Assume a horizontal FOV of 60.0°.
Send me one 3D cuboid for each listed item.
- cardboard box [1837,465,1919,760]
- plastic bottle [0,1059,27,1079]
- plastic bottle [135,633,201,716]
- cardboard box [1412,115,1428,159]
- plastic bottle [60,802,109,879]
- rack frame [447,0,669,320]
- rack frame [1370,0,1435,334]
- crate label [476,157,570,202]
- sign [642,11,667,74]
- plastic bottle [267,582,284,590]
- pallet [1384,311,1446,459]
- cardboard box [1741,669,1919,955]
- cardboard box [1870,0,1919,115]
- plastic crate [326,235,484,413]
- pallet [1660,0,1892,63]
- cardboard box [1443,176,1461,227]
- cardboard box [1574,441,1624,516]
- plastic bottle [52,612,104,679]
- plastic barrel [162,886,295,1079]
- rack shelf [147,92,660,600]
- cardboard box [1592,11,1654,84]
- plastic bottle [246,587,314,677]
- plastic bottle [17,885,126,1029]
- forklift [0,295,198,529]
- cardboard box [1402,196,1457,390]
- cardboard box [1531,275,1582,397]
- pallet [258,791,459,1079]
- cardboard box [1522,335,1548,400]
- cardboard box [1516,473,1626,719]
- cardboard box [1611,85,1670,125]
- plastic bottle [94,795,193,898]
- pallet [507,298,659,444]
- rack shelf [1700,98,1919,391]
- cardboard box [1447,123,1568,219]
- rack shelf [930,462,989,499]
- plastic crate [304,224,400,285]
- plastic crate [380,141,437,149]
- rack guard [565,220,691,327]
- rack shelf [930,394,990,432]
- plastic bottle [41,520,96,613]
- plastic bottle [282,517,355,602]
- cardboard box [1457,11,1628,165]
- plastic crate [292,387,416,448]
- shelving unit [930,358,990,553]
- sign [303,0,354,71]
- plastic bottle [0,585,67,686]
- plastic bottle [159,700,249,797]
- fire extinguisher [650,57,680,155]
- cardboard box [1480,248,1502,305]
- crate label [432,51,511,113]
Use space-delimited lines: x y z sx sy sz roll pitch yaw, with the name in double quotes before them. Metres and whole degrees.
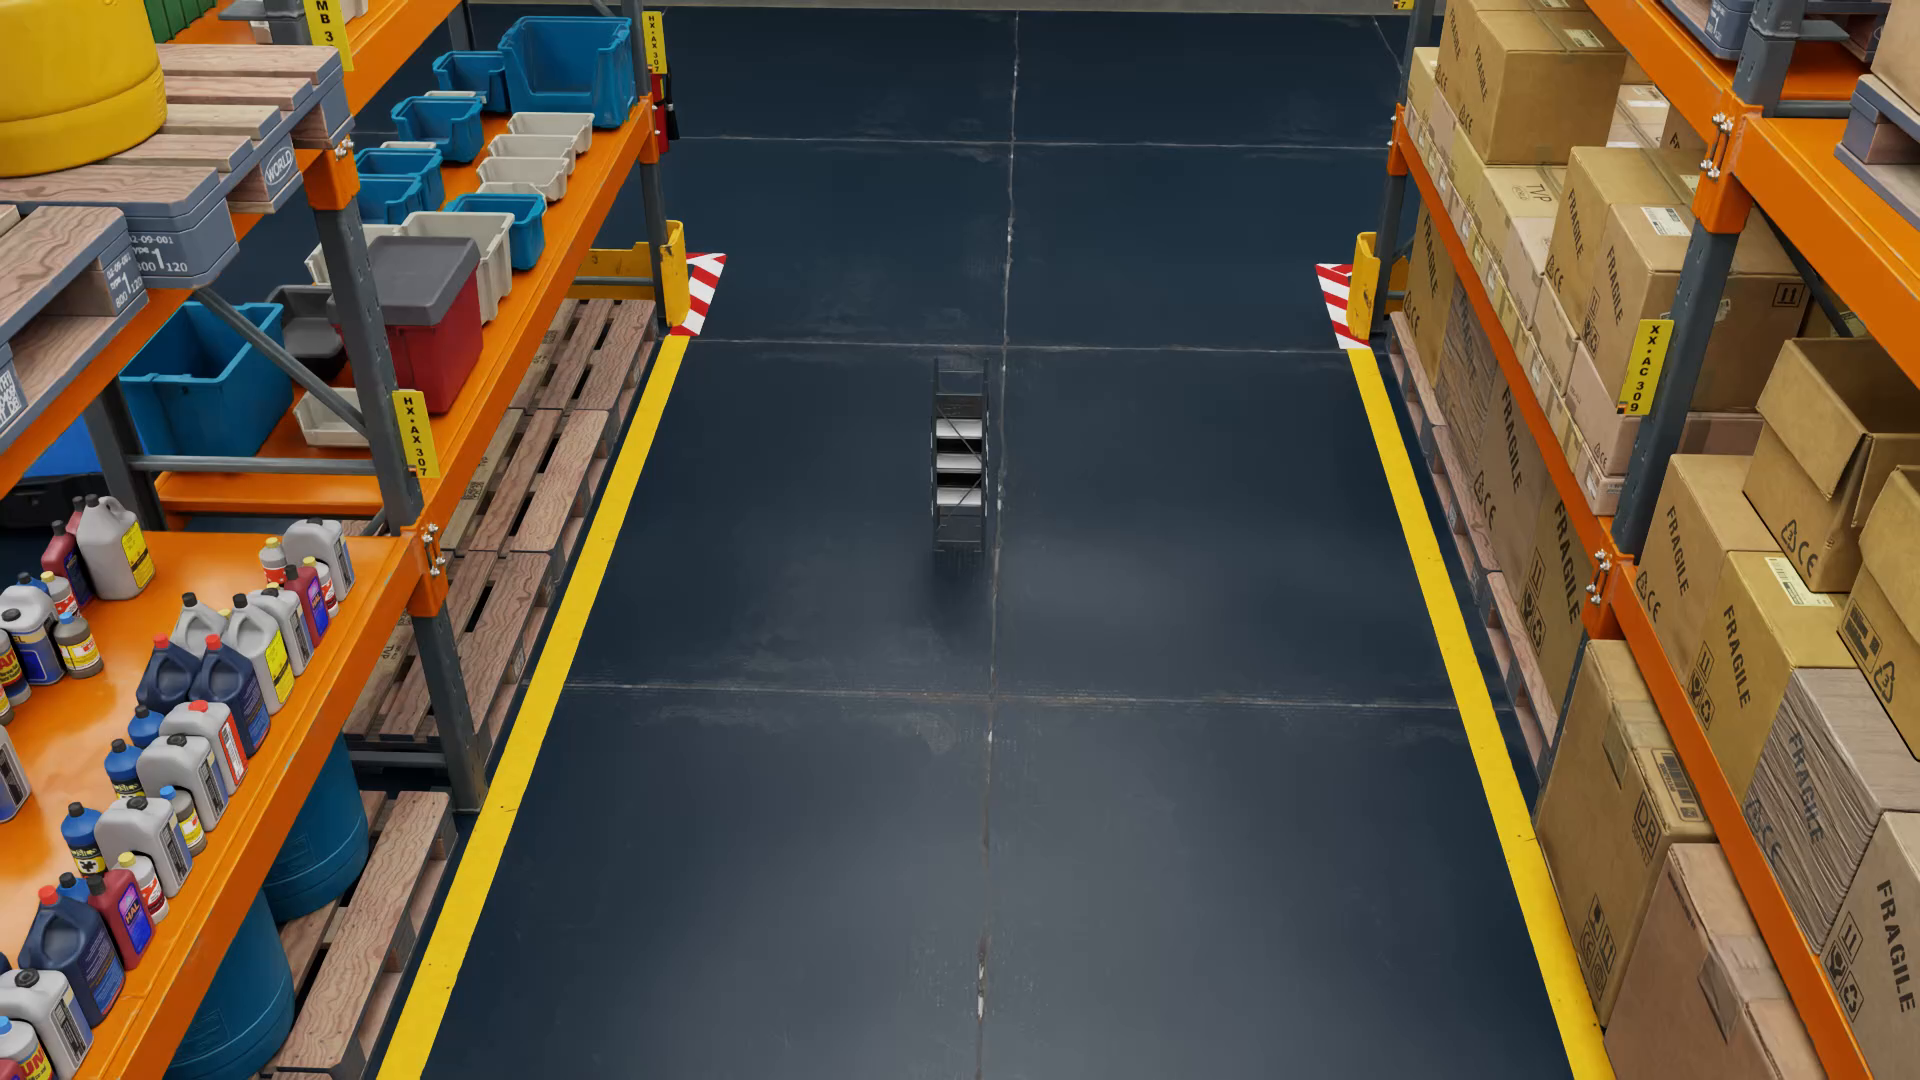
"cardboard box" 2.584 0.184 3.920 0.797 0.503 0.637 2 35 2
"plastic bottle" -2.037 1.202 3.532 0.061 0.283 0.133 1 35 2
"plastic bottle" -2.170 0.419 4.588 0.144 0.351 0.185 1 35 2
"cardboard box" 2.448 -1.977 8.173 0.380 0.149 0.250 1 35 1
"plastic bottle" -2.177 0.765 4.165 0.097 0.271 0.097 0 35 0
"rack frame" -2.148 -2.538 8.753 1.000 3.000 0.127 1 35 2
"rack frame" 2.801 -2.424 8.590 1.000 3.000 0.127 1 35 2
"crate label" -2.013 -1.655 7.674 0.396 0.136 0.243 1 35 2
"sign" -1.598 -2.601 8.701 0.100 0.325 0.005 1 35 2
"plastic bottle" -2.045 0.218 5.004 0.097 0.201 0.097 0 35 0
"pallet" 2.847 -0.821 8.735 1.003 0.211 1.213 1 35 2
"cardboard box" 2.332 0.668 4.103 0.500 0.500 0.500 1 35 1
"cardboard box" 2.627 -1.232 3.833 0.700 0.500 0.500 2 35 3
"plastic crate" -2.022 -0.798 6.169 0.402 0.464 0.583 1 35 2
"pallet" 2.684 -1.786 5.151 1.003 0.211 1.213 1 35 2
"cardboard box" 2.418 -1.534 7.543 0.380 0.149 0.250 1 35 1
"cardboard box" 2.325 -0.205 5.652 0.380 0.149 0.250 2 35 2
"plastic bottle" -2.597 0.301 4.886 0.097 0.201 0.097 0 35 0
"plastic barrel" -2.376 1.166 4.942 0.600 0.901 0.708 1 35 2
"rack shelf" -2.228 -1.095 7.324 1.077 0.370 4.000 1 35 2
"cardboard box" 3.044 -2.505 7.925 0.500 0.500 0.500 2 35 2
"plastic bottle" -2.016 0.255 4.887 0.152 0.276 0.135 1 35 2
"plastic bottle" -2.063 0.949 3.834 0.144 0.351 0.185 1 35 2
"forklift" -5.201 -1.455 7.271 3.031 2.935 1.130 -5 35 -6
"cardboard box" 2.855 -1.357 8.554 0.875 0.875 0.875 1 35 2
"cardboard box" 2.414 -0.743 6.070 0.500 0.250 0.500 2 35 3
"pallet" -2.381 1.343 5.655 1.003 0.211 1.213 1 35 2
"cardboard box" 2.356 -0.649 6.283 0.380 0.149 0.250 2 35 3
"cardboard box" 2.747 0.195 6.347 0.875 0.875 0.875 1 35 2
"cardboard box" 3.026 -1.908 7.728 0.500 0.250 0.500 1 35 1
"plastic bottle" -2.051 0.755 4.175 0.152 0.276 0.135 1 35 2
"pallet" -2.220 -0.924 8.881 1.003 0.211 1.213 1 35 2
"rack shelf" 2.560 0.091 3.029 1.077 0.370 4.000 1 35 2
"cardboard box" 2.474 -1.627 7.328 0.500 0.250 0.500 0 35 0
"rack shelf" 0.000 -0.272 7.569 0.258 0.077 0.200 1 35 2
"plastic crate" -2.539 -1.164 6.975 0.293 0.136 0.466 1 35 2
"plastic crate" -2.610 -1.748 7.806 0.250 0.136 0.298 1 35 2
"rack guard" -2.160 -1.529 9.491 1.175 0.500 0.348 1 35 2
"rack shelf" 0.000 -0.566 7.362 0.258 0.077 0.200 1 35 2
"plastic bottle" -2.755 0.085 5.121 0.061 0.283 0.133 1 35 2
"plastic bottle" -2.002 0.045 5.185 0.152 0.276 0.135 1 35 2
"cardboard box" 2.477 -1.936 7.116 0.500 0.500 0.500 0 35 1
"plastic crate" -2.147 -0.421 5.917 0.396 0.136 0.243 1 35 2
"shelving unit" 0.000 -0.373 7.498 0.258 0.900 0.210 1 35 2
"sign" -1.759 -1.457 4.598 0.100 0.325 0.005 1 35 2
"plastic bottle" -2.723 0.278 4.853 0.152 0.276 0.135 1 35 2
"plastic bottle" -2.036 0.544 4.475 0.152 0.276 0.135 1 35 2
"fire extinguisher" -1.688 -2.430 8.990 0.296 0.674 0.183 1 35 2
"cardboard box" 2.388 -1.090 6.911 0.380 0.149 0.250 2 35 3
"crate label" -2.487 -2.360 8.592 0.416 0.233 0.303 1 35 2
